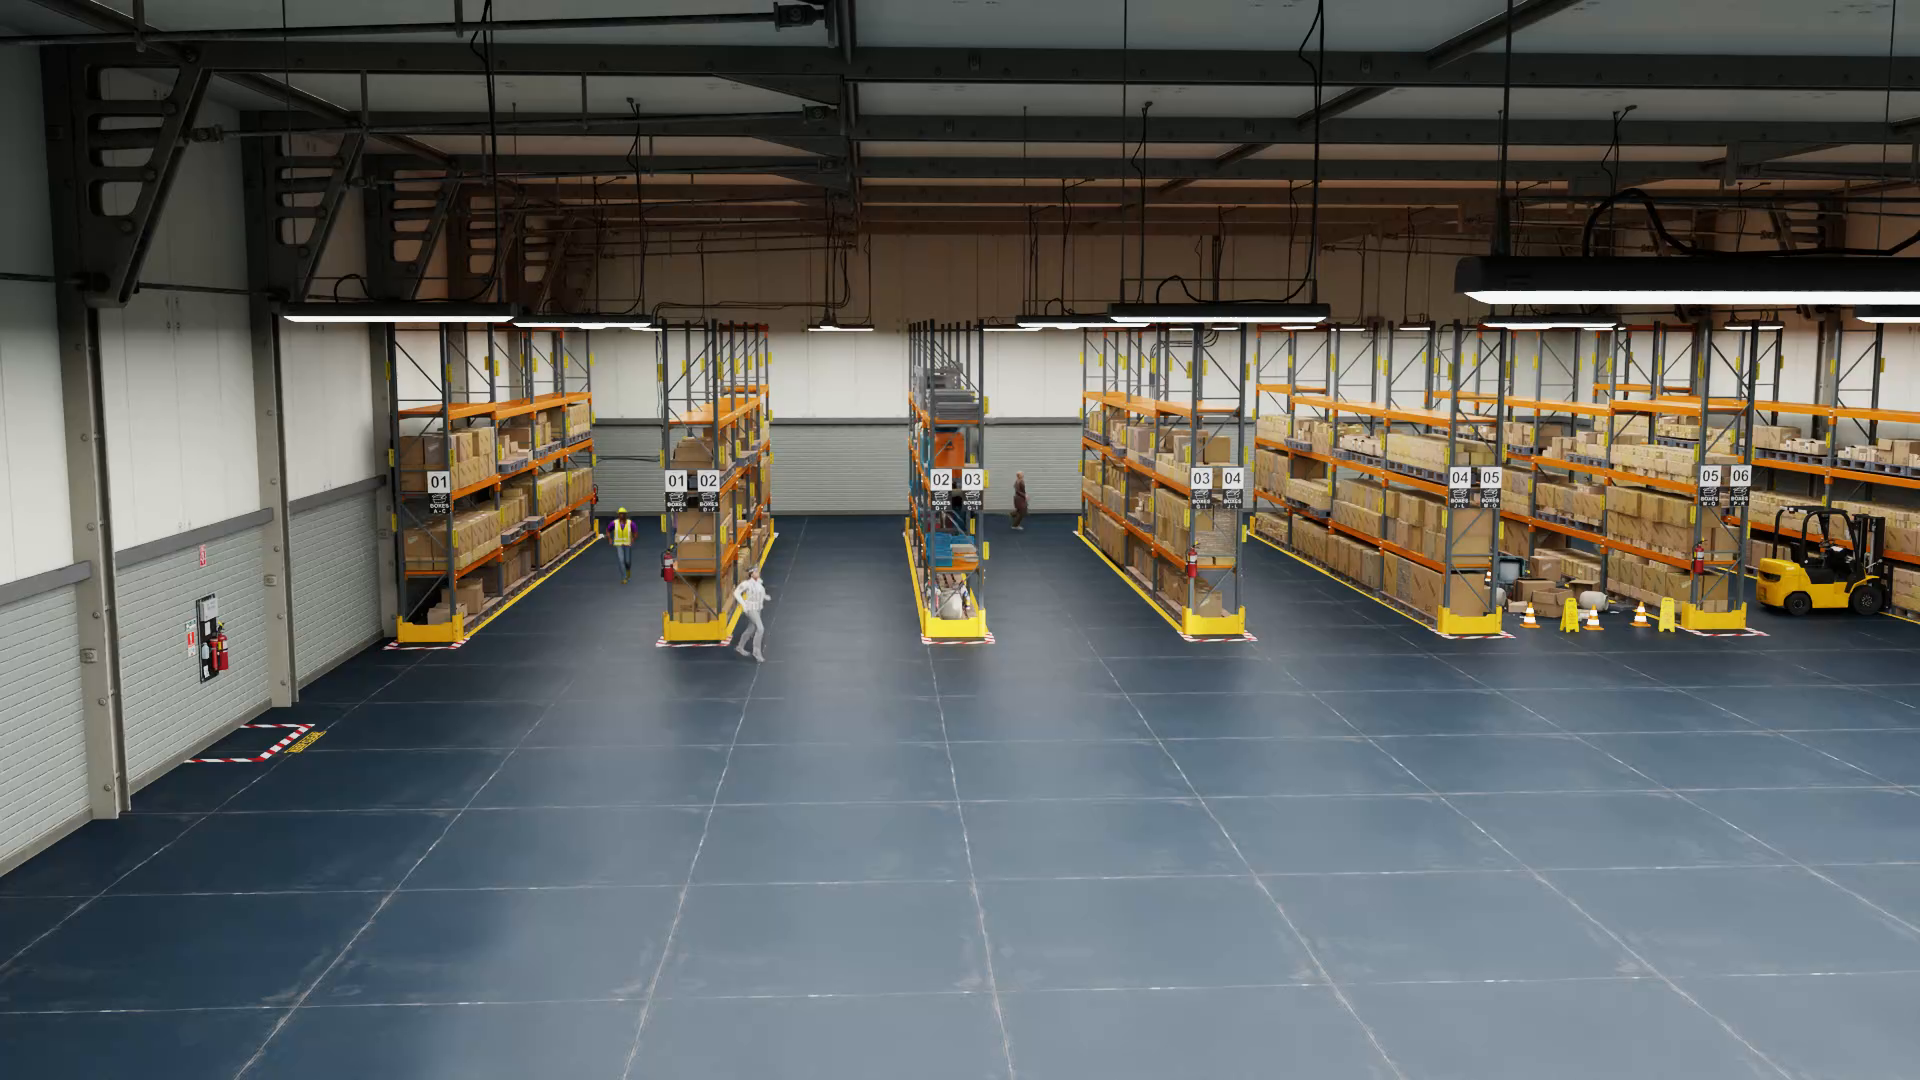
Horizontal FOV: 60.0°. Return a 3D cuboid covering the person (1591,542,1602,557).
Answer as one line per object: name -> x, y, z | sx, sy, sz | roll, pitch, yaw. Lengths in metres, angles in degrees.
person -> 15.780, -0.229, 41.103 | 0.710, 1.787, 1.025 | 0, 7, -4

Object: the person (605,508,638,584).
person -> -7.810, 0.121, 38.449 | 0.732, 1.737, 0.810 | -2, 7, -15

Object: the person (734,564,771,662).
person -> -3.656, 1.273, 29.358 | 0.716, 1.754, 0.596 | 4, 8, 28

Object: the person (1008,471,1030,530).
person -> 1.747, -1.180, 48.984 | 0.706, 1.741, 0.728 | 1, 7, 11

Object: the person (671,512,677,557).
person -> -7.055, -0.267, 42.011 | 0.539, 1.613, 0.871 | -1, 7, -7
